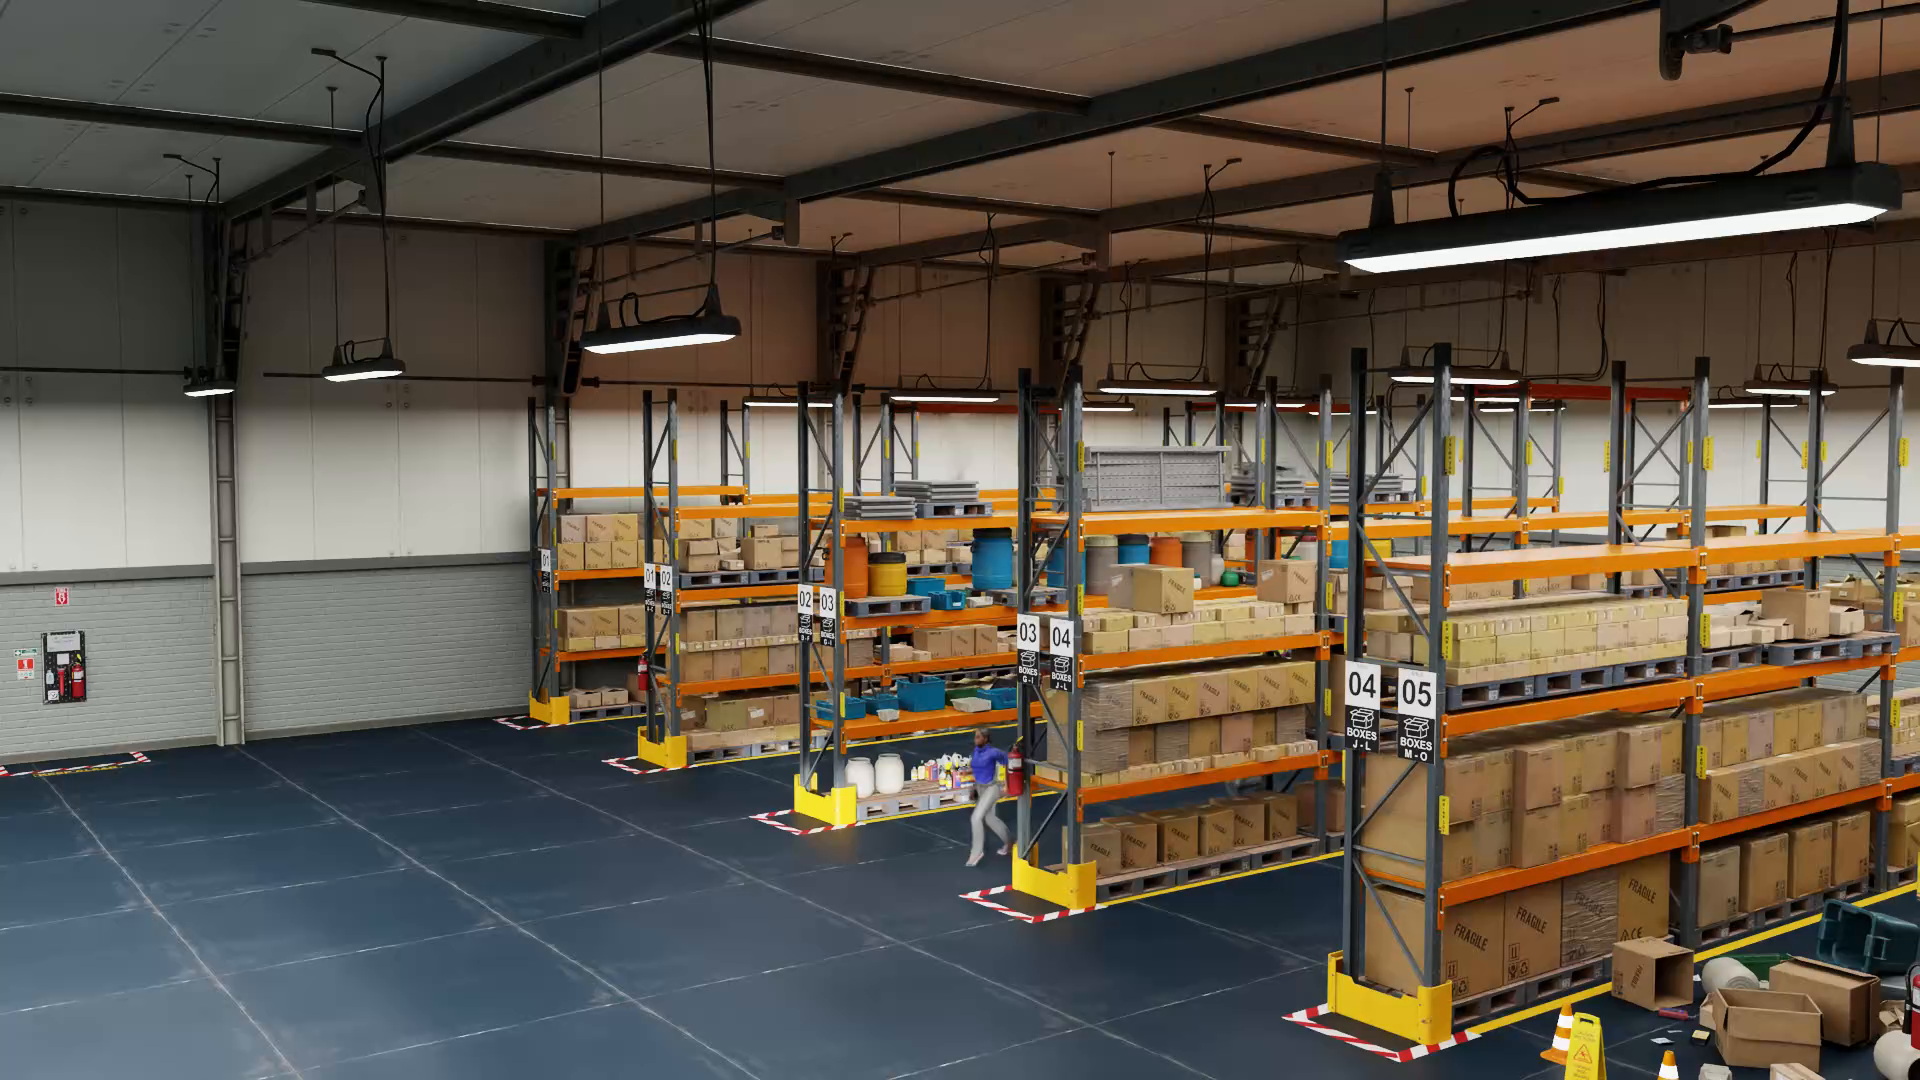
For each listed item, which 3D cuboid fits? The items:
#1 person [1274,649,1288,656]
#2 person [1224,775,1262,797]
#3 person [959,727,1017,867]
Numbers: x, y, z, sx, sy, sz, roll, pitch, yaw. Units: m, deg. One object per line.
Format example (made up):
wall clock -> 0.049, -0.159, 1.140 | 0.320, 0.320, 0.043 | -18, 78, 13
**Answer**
person -> 6.084, 2.427, 31.769 | 0.897, 1.736, 0.713 | -3, 5, -43
person -> 3.923, 2.960, 23.058 | 0.700, 1.735, 0.689 | -2, 4, -33
person -> 0.369, 3.140, 20.495 | 0.827, 1.690, 0.594 | -2, 4, -29
